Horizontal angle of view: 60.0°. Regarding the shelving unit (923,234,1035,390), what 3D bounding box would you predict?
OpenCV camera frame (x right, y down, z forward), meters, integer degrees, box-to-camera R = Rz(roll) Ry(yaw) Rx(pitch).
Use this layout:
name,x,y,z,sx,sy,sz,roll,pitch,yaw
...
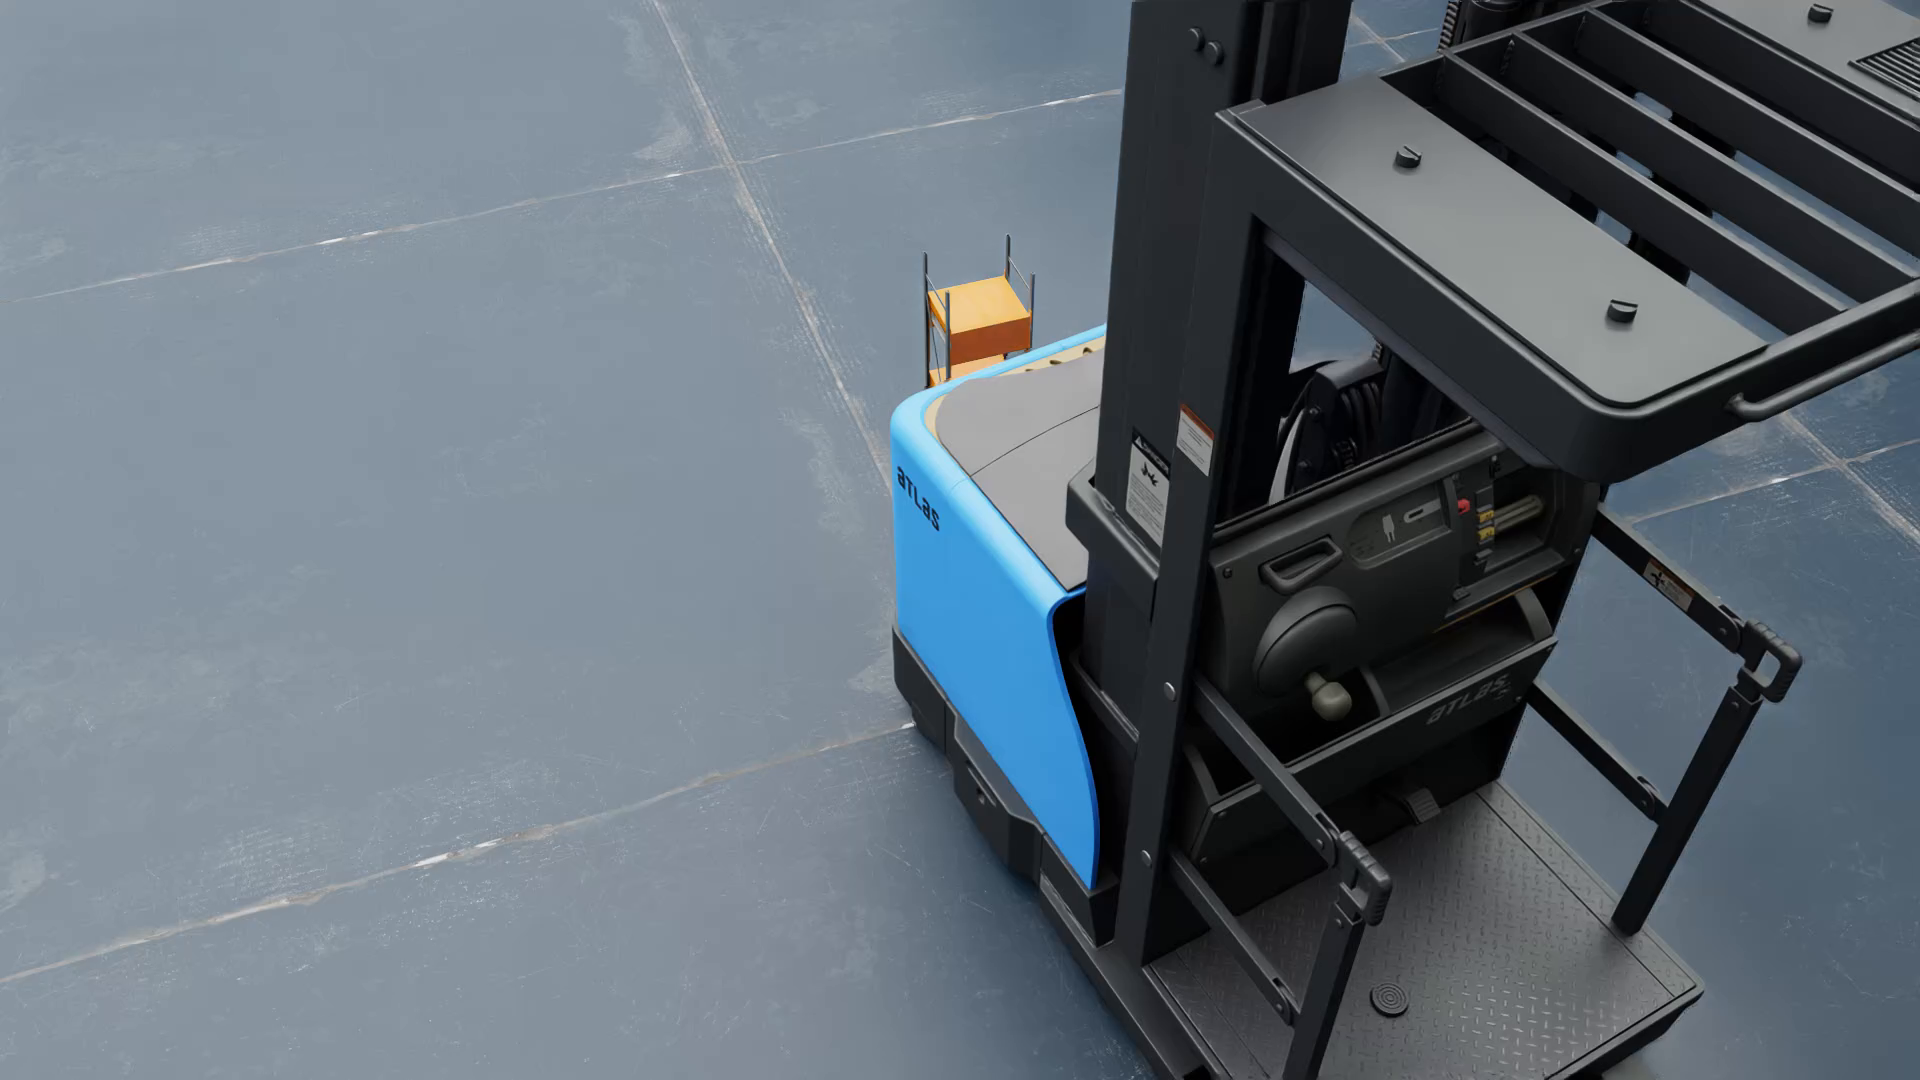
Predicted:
name,x,y,z,sx,sy,sz,roll,pitch,yaw
shelving unit,0.050,-0.383,4.891,0.252,1.050,0.215,-14,47,-14

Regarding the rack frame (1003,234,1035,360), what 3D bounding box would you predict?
name,x,y,z,sx,sy,sz,roll,pitch,yaw
rack frame,0.165,-0.413,4.920,0.008,1.050,0.200,-14,47,-14

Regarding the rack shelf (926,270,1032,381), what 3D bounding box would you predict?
name,x,y,z,sx,sy,sz,roll,pitch,yaw
rack shelf,0.050,-0.576,4.697,0.240,0.259,0.215,-14,47,-14

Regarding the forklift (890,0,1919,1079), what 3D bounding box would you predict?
name,x,y,z,sx,sy,sz,roll,pitch,yaw
forklift,0.980,0.123,3.058,1.130,2.935,3.031,-22,49,-21

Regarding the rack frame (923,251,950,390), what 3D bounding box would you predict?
name,x,y,z,sx,sy,sz,roll,pitch,yaw
rack frame,-0.064,-0.354,4.862,0.008,1.050,0.200,-14,47,-14

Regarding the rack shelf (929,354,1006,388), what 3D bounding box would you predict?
name,x,y,z,sx,sy,sz,roll,pitch,yaw
rack shelf,0.050,-0.376,4.898,0.240,0.259,0.215,-14,47,-14
